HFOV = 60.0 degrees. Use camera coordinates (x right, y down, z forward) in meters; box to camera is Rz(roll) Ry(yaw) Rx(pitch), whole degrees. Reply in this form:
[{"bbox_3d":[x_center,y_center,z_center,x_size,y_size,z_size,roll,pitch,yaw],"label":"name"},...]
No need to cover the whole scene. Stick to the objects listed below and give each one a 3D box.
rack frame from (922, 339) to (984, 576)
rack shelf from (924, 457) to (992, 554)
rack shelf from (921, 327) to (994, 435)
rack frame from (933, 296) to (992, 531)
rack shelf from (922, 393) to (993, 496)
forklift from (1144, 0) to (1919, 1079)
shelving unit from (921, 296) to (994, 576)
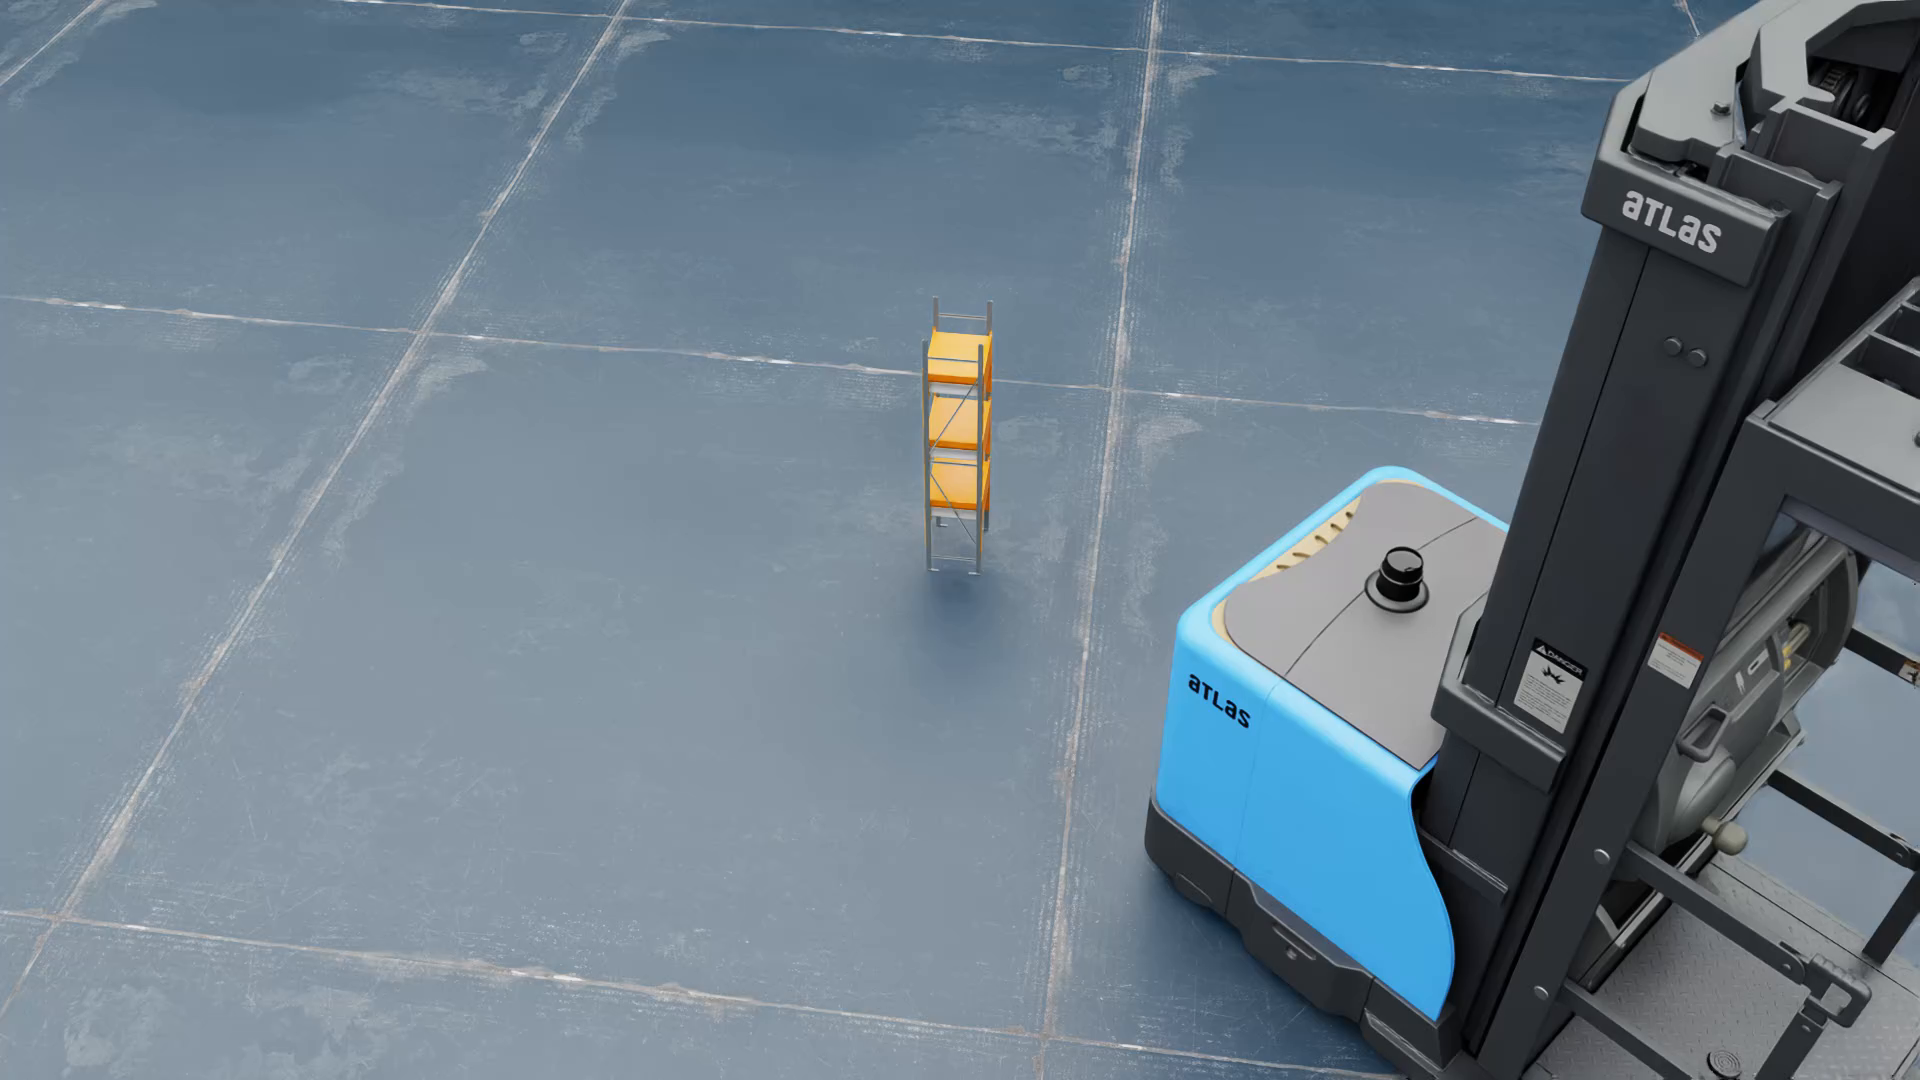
[{"bbox_3d":[-0.023,-0.262,5.763,0.200,1.050,0.008,5,44,6],"label":"rack frame"},{"bbox_3d":[-0.007,-0.135,6.049,0.215,0.259,0.240,5,44,6],"label":"rack shelf"},{"bbox_3d":[-0.007,-0.543,5.663,0.215,0.259,0.240,5,44,6],"label":"rack shelf"},{"bbox_3d":[0.009,-0.428,5.938,0.200,1.050,0.008,5,44,6],"label":"rack frame"},{"bbox_3d":[-0.007,-0.337,5.858,0.215,0.259,0.240,5,44,6],"label":"rack shelf"},{"bbox_3d":[1.951,0.431,3.663,1.130,2.935,3.031,-33,53,-30],"label":"forklift"},{"bbox_3d":[-0.007,-0.345,5.851,0.215,1.050,0.252,5,44,6],"label":"shelving unit"}]
